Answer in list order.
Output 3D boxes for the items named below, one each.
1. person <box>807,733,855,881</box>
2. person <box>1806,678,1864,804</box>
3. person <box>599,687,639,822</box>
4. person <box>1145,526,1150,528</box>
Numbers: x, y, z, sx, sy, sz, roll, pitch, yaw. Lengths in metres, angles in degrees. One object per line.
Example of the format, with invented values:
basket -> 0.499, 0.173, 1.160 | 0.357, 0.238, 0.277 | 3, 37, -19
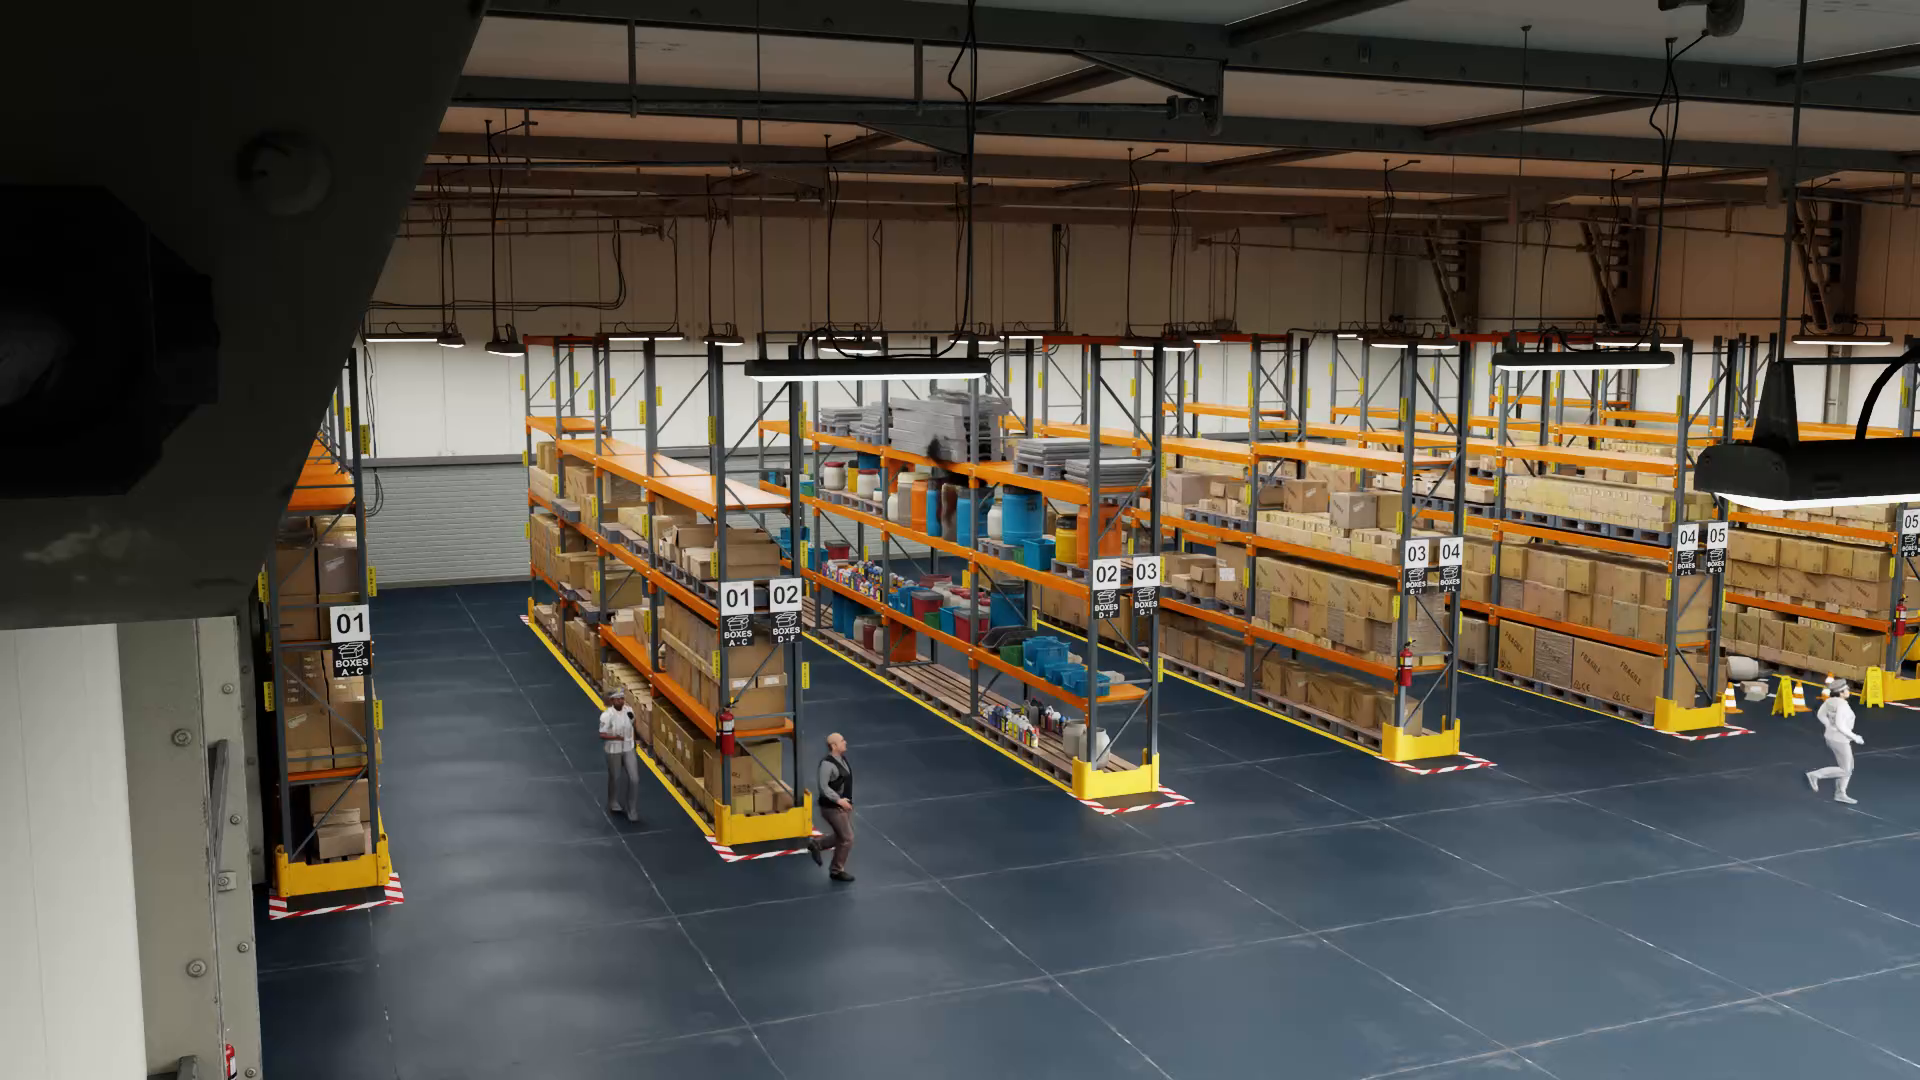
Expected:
person -> -1.472, 3.011, 18.867 | 0.610, 1.687, 0.693 | 1, 8, 11
person -> 11.455, 2.630, 21.807 | 0.677, 1.672, 0.624 | 1, 8, 8
person -> -4.310, 2.710, 21.097 | 0.554, 1.751, 0.746 | -4, 9, -28
person -> 4.304, 0.469, 38.250 | 0.608, 1.597, 0.620 | -2, 8, -15
